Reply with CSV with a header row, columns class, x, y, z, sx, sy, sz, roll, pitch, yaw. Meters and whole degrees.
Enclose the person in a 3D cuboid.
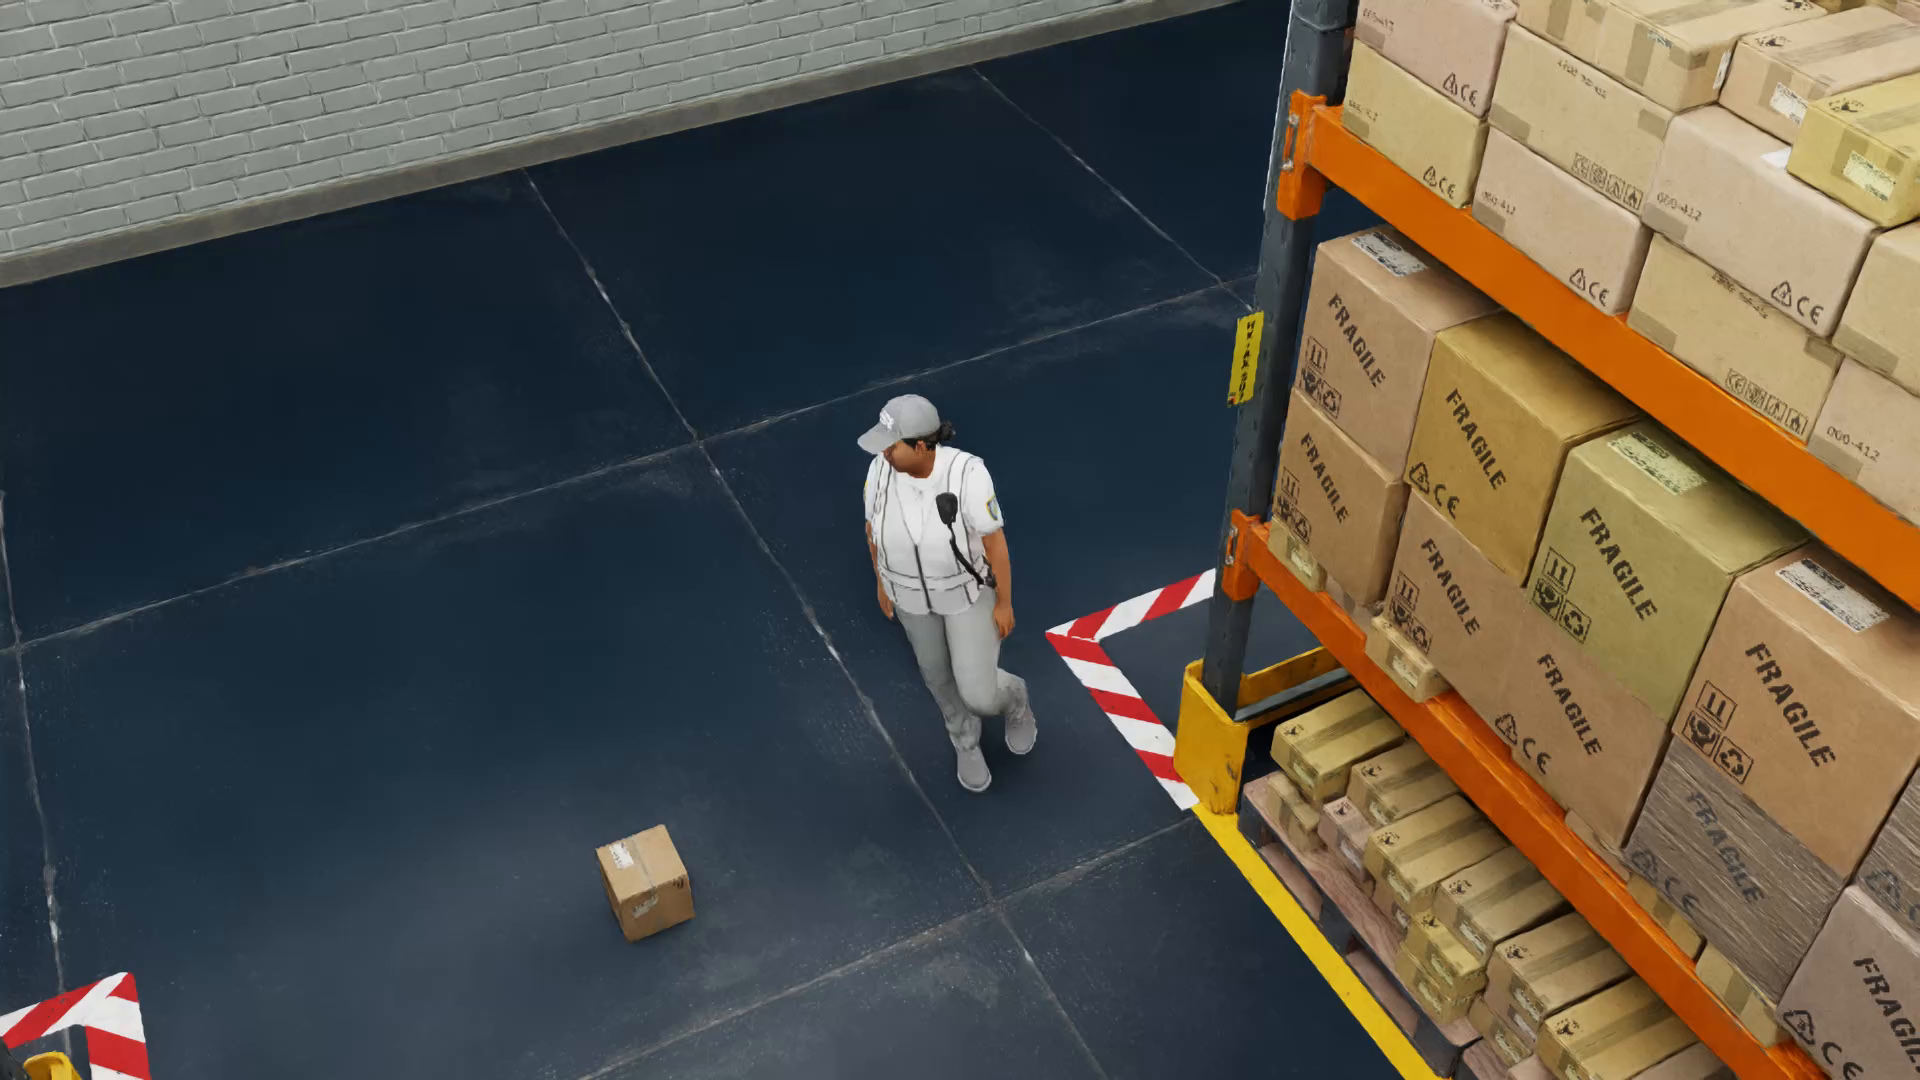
class,x,y,z,sx,sy,sz,roll,pitch,yaw
person,-0.036,0.217,5.919,0.649,1.653,0.483,8,42,9
